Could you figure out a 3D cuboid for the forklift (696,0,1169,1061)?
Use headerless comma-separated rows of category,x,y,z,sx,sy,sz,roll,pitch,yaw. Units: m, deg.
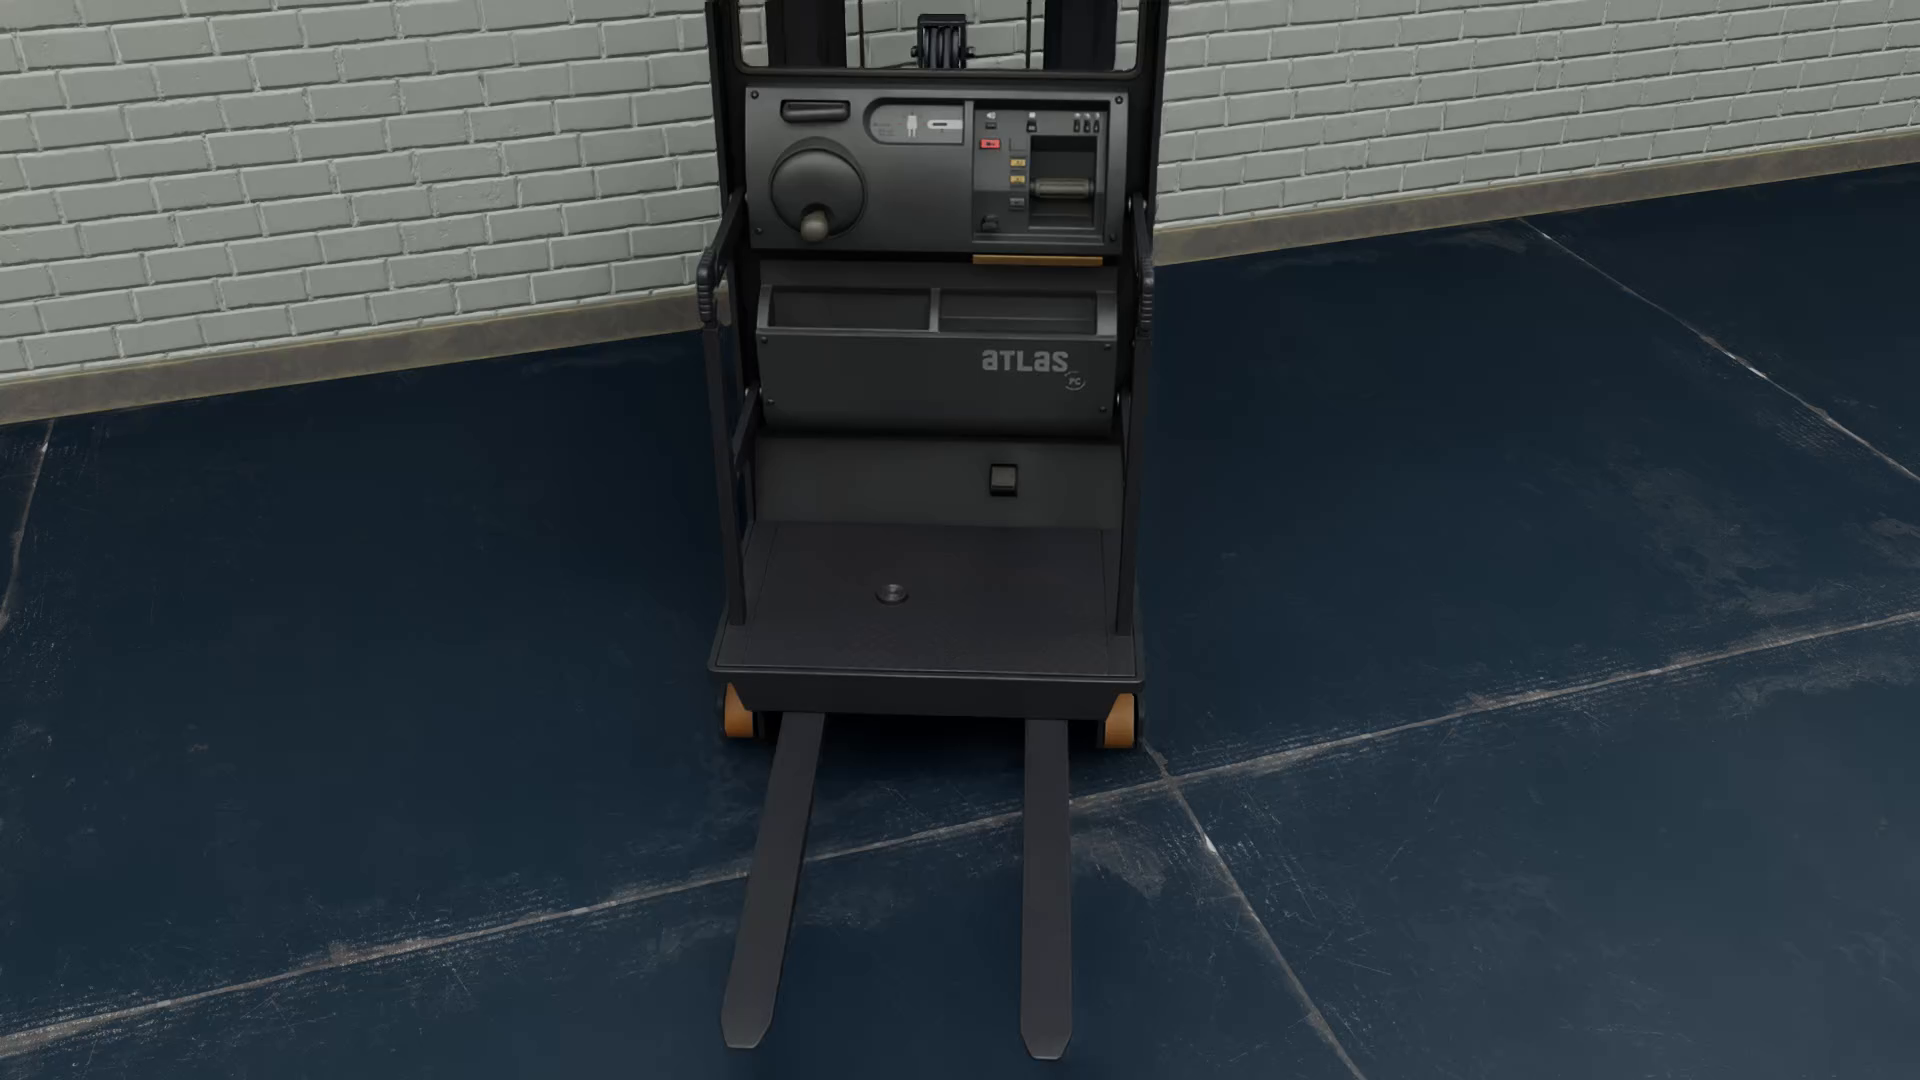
forklift,-0.066,-0.851,3.879,1.130,2.935,3.031,1,33,2
